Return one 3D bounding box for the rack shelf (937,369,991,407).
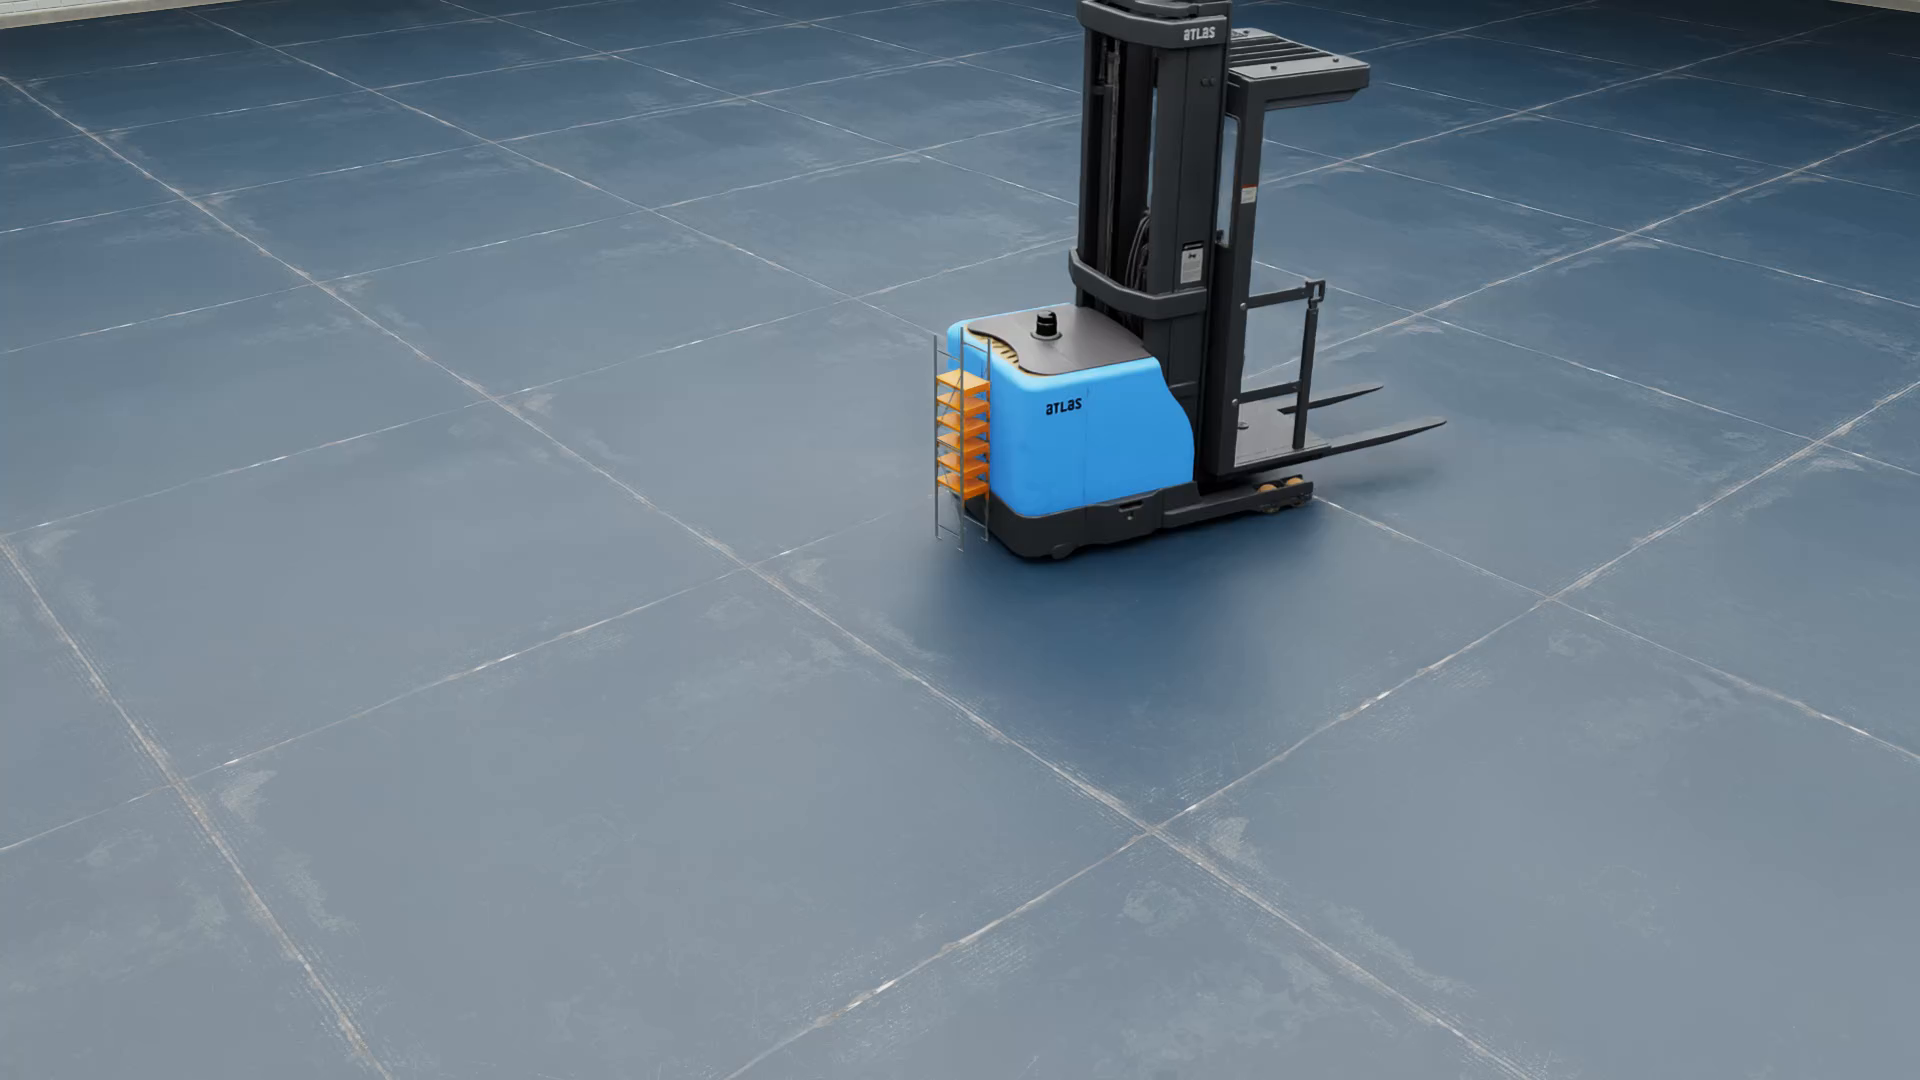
[{"bbox_3d":[0.010,-0.812,8.826,0.180,0.103,0.258,-21,35,-34],"label":"rack shelf"}]

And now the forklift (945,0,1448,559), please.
[{"bbox_3d":[1.469,-1.653,9.233,3.031,2.935,1.130,-13,31,-23],"label":"forklift"}]

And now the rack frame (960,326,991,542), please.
[{"bbox_3d":[0.080,-0.561,9.027,0.006,1.200,0.240,-21,35,-34],"label":"rack frame"}]

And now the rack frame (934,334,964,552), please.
[{"bbox_3d":[-0.060,-0.506,8.923,0.006,1.200,0.240,-21,35,-34],"label":"rack frame"}]

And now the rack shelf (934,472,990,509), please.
[{"bbox_3d":[0.010,-0.283,9.109,0.180,0.103,0.258,-21,35,-34],"label":"rack shelf"}]

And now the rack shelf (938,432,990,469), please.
[{"bbox_3d":[0.010,-0.494,8.996,0.180,0.103,0.258,-21,35,-34],"label":"rack shelf"}]

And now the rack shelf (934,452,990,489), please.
[{"bbox_3d":[0.010,-0.389,9.053,0.180,0.103,0.258,-21,35,-34],"label":"rack shelf"}]

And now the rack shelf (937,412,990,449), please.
[{"bbox_3d":[0.010,-0.600,8.940,0.180,0.103,0.258,-21,35,-34],"label":"rack shelf"}]

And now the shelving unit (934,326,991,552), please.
[{"bbox_3d":[0.010,-0.534,8.975,0.189,1.200,0.258,-21,35,-34],"label":"shelving unit"}]

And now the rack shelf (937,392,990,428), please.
[{"bbox_3d":[0.010,-0.706,8.883,0.180,0.103,0.258,-21,35,-34],"label":"rack shelf"}]
